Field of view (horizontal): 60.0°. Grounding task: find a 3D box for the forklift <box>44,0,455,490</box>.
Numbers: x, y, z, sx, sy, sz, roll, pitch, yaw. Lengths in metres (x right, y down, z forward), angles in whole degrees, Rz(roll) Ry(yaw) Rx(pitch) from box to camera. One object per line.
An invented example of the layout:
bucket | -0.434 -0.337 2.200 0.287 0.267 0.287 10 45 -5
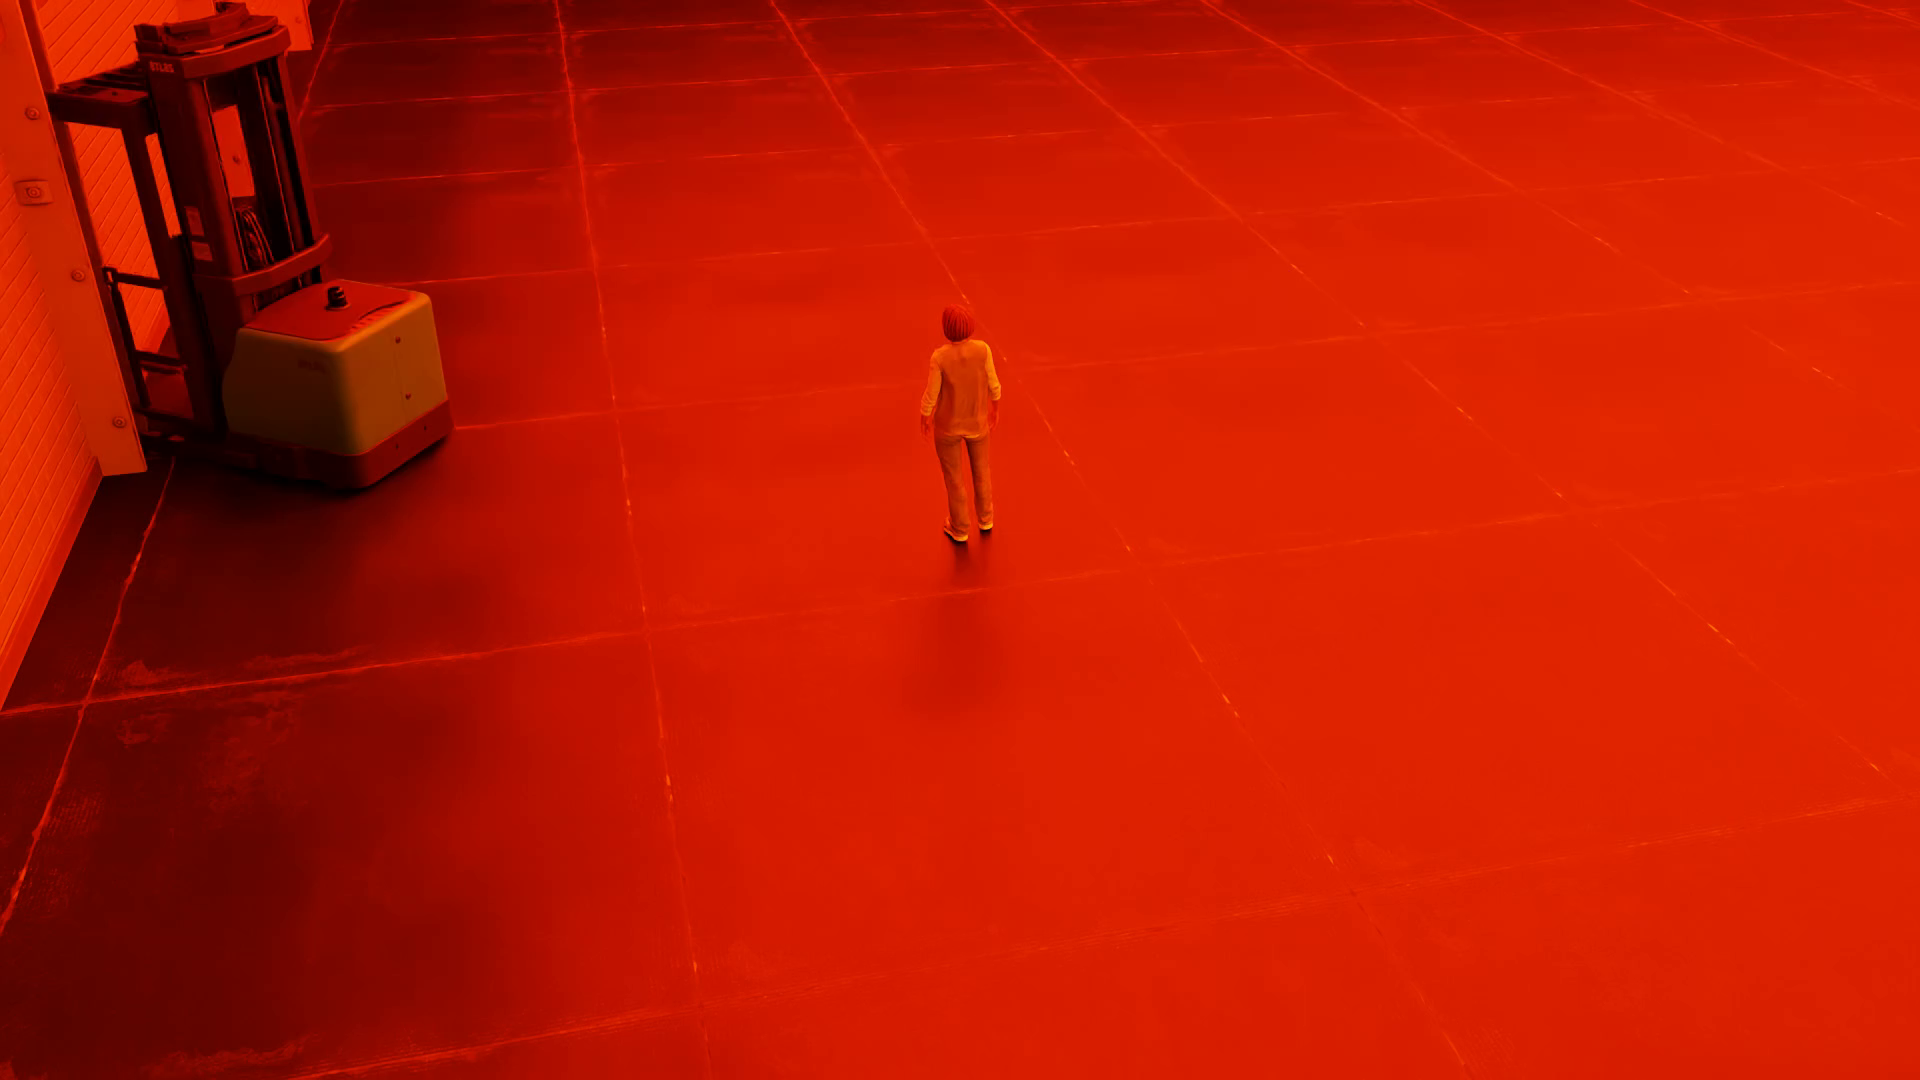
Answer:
forklift | -5.134 -2.054 11.123 3.031 2.935 1.130 11 32 18

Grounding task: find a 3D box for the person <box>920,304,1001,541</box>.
person | -0.003 -0.735 10.161 0.520 1.597 0.475 -7 31 -12
